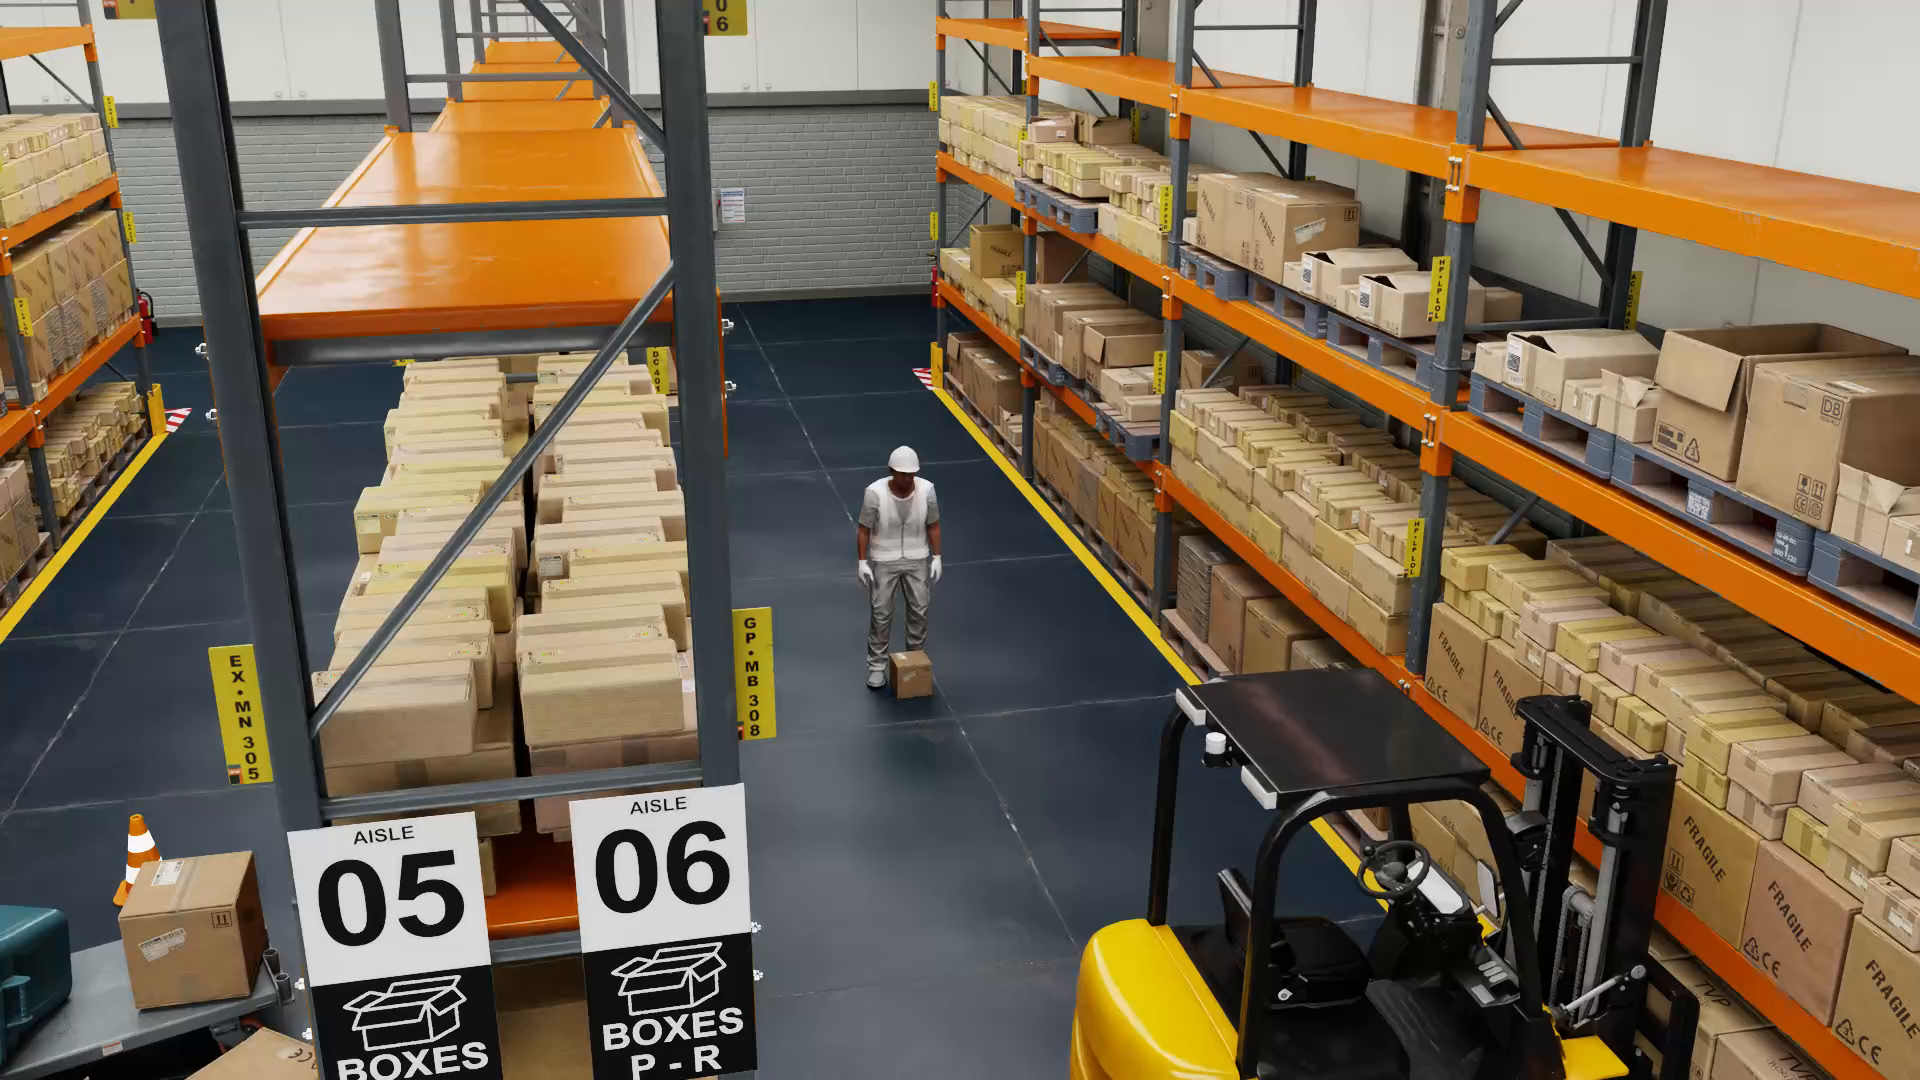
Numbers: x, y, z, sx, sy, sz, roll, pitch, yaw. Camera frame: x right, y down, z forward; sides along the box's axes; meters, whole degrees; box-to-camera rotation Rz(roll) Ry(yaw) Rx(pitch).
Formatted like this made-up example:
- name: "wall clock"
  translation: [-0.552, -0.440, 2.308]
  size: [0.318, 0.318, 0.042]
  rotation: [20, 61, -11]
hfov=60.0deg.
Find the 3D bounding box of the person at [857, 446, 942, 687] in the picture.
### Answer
- name: "person"
  translation: [-0.429, 0.173, 11.886]
  size: [0.615, 1.772, 0.451]
  rotation: [-5, 20, -13]
